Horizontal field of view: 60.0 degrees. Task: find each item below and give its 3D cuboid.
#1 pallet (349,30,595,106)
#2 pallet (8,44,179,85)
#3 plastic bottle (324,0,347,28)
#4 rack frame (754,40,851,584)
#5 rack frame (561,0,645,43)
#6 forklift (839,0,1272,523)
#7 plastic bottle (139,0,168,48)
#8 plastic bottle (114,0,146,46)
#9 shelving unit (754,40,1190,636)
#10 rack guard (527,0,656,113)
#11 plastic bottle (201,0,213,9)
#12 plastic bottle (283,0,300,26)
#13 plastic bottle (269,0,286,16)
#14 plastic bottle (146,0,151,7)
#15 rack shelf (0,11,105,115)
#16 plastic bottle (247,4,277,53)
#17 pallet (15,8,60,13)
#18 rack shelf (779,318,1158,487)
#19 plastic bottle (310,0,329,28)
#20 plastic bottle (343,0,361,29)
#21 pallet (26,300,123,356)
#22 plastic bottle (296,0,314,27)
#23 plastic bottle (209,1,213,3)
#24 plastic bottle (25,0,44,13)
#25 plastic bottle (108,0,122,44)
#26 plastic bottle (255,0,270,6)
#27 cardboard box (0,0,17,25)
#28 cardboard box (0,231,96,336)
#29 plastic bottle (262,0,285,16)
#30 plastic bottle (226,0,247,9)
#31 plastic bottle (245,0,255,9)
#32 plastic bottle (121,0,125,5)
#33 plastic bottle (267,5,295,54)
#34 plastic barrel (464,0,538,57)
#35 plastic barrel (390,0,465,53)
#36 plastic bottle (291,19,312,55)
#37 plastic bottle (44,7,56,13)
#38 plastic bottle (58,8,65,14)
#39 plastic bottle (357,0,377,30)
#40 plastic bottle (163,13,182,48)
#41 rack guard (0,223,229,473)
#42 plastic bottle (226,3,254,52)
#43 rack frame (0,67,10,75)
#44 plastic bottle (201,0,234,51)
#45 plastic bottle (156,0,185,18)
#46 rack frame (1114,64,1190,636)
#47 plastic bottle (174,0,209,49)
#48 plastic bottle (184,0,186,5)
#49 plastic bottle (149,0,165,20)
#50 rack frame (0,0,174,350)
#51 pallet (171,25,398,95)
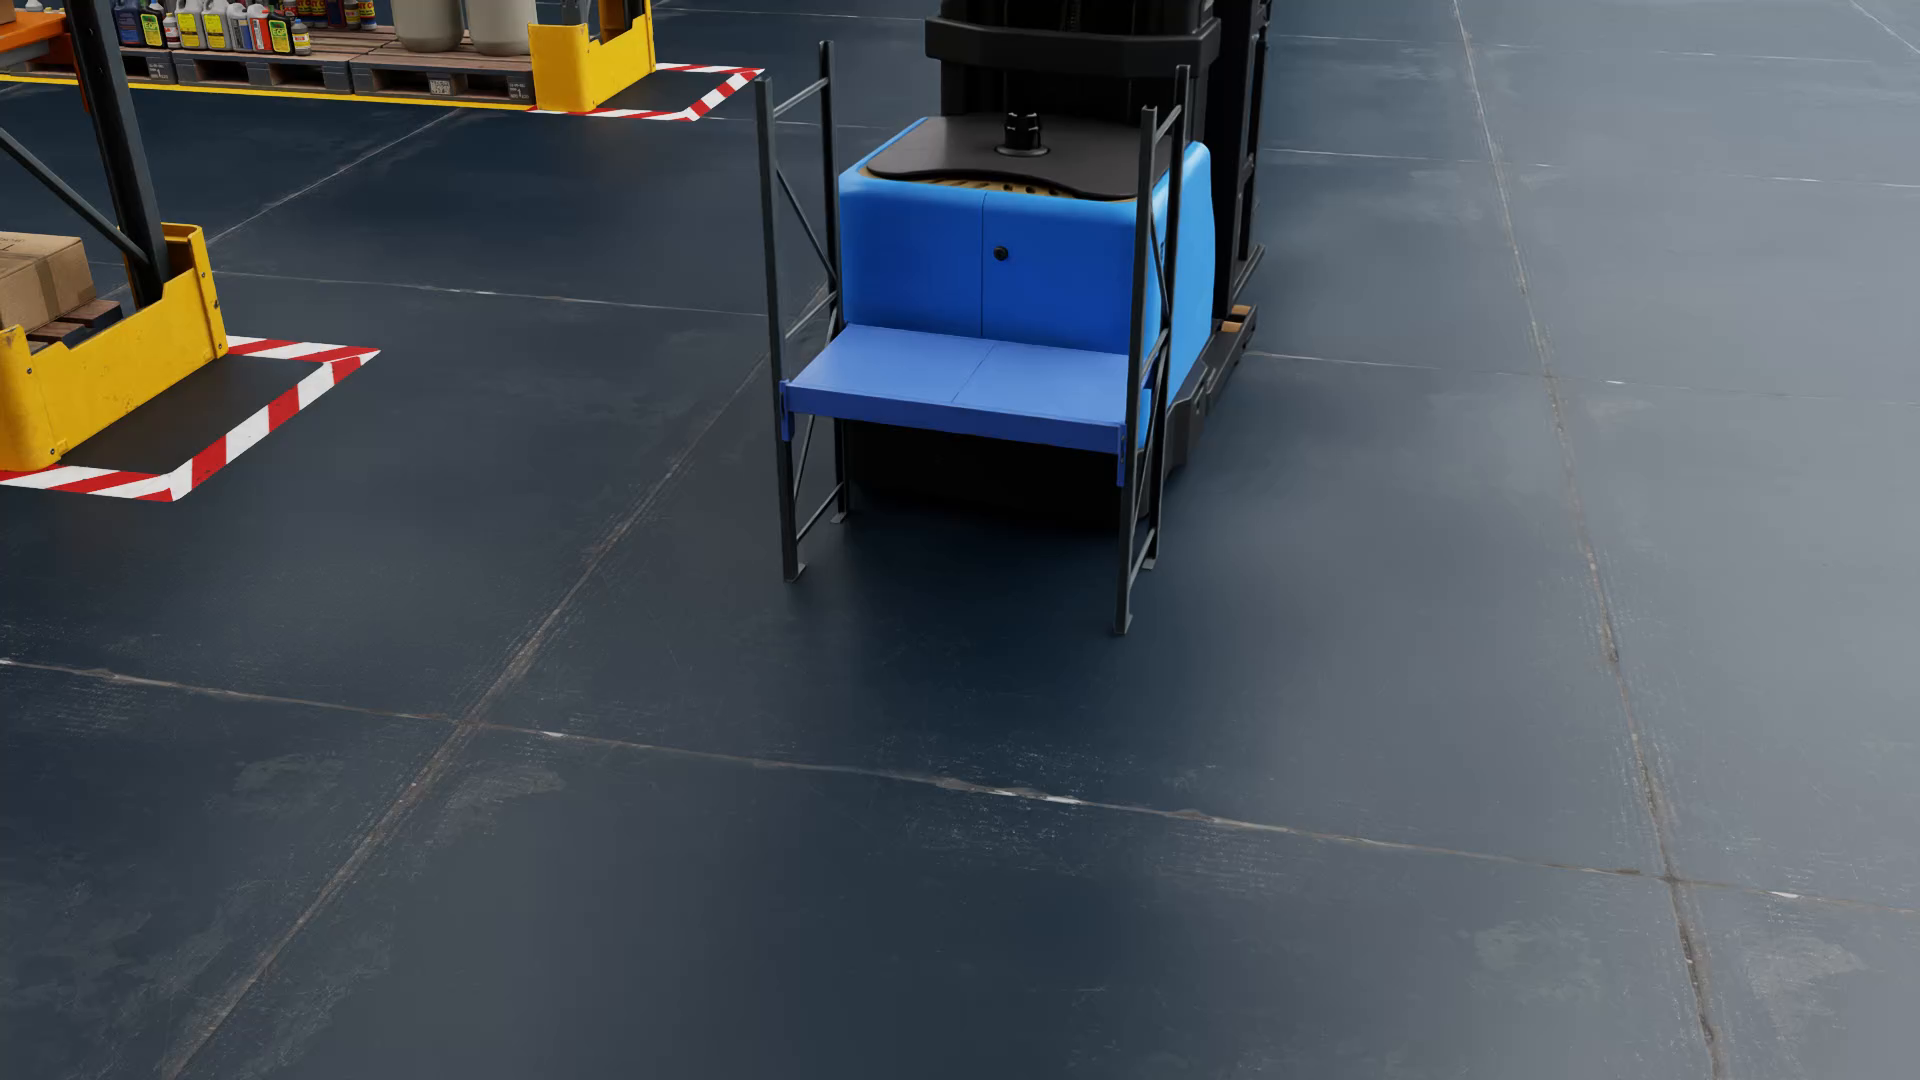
[{"bbox_3d":[-3.054,-3.006,10.521,1.213,0.211,1.003,6,29,11],"label":"pallet"},{"bbox_3d":[-5.441,-3.251,10.968,1.213,0.211,1.003,6,29,11],"label":"pallet"},{"bbox_3d":[-4.102,-3.521,10.928,0.133,0.283,0.061,6,29,11],"label":"plastic bottle"},{"bbox_3d":[-0.444,-0.642,4.861,0.032,1.500,0.500,8,30,15],"label":"rack frame"},{"bbox_3d":[-2.177,-4.160,9.724,0.127,3.000,1.000,6,29,11],"label":"rack frame"},{"bbox_3d":[0.558,-2.030,5.905,1.130,2.935,3.031,9,30,17],"label":"forklift"},{"bbox_3d":[-5.049,-3.231,10.399,0.133,0.283,0.061,7,30,13],"label":"plastic bottle"},{"bbox_3d":[-5.201,-3.297,10.449,0.185,0.351,0.144,5,29,8],"label":"plastic bottle"},{"bbox_3d":[0.042,-0.571,4.731,1.048,1.500,0.538,8,30,15],"label":"shelving unit"},{"bbox_3d":[-2.261,-3.049,10.298,0.348,0.500,1.175,6,29,11],"label":"rack guard"},{"bbox_3d":[-4.779,-3.294,10.521,0.135,0.276,0.152,6,29,11],"label":"plastic bottle"},{"bbox_3d":[-4.415,-3.508,10.989,0.097,0.201,0.097,0,29,0],"label":"plastic bottle"},{"bbox_3d":[-4.516,-3.549,10.992,0.097,0.271,0.097,0,29,0],"label":"plastic bottle"},{"bbox_3d":[-5.429,-3.595,10.993,0.185,0.351,0.144,6,29,11],"label":"plastic bottle"},{"bbox_3d":[-5.171,-1.719,6.015,4.000,0.370,1.077,6,29,11],"label":"rack shelf"},{"bbox_3d":[-4.305,-3.174,10.303,0.135,0.276,0.152,6,29,11],"label":"plastic bottle"},{"bbox_3d":[-6.865,-3.398,11.237,1.213,0.211,1.003,6,29,11],"label":"pallet"},{"bbox_3d":[0.042,-0.413,4.817,1.000,0.185,0.538,8,30,15],"label":"rack shelf"},{"bbox_3d":[-4.220,-3.518,10.936,0.097,0.271,0.097,0,29,0],"label":"plastic bottle"},{"bbox_3d":[-3.986,-3.464,10.909,0.097,0.201,0.097,0,29,0],"label":"plastic bottle"},{"bbox_3d":[-3.972,-0.668,6.250,1.213,0.211,1.003,6,29,11],"label":"pallet"},{"bbox_3d":[-4.318,-3.528,10.954,0.097,0.271,0.097,0,29,0],"label":"plastic bottle"},{"bbox_3d":[-4.891,-3.531,10.946,0.133,0.283,0.061,6,29,11],"label":"plastic bottle"},{"bbox_3d":[-5.869,-3.319,10.572,0.097,0.271,0.097,0,29,0],"label":"plastic bottle"},{"bbox_3d":[-5.386,-3.316,10.484,0.185,0.351,0.144,7,29,12],"label":"plastic bottle"},{"bbox_3d":[-4.616,-3.528,11.027,0.097,0.201,0.097,0,29,0],"label":"plastic bottle"},{"bbox_3d":[-3.669,-1.931,5.549,0.500,0.500,0.700,6,29,11],"label":"cardboard box"},{"bbox_3d":[-3.693,-0.970,6.325,0.500,0.250,0.500,6,29,11],"label":"cardboard box"},{"bbox_3d":[-4.284,-3.228,10.393,0.133,0.283,0.061,6,29,11],"label":"plastic bottle"},{"bbox_3d":[-4.759,-3.513,10.914,0.133,0.283,0.061,6,29,11],"label":"plastic bottle"},{"bbox_3d":[-4.737,-3.560,11.007,0.135,0.276,0.152,6,29,11],"label":"plastic bottle"},{"bbox_3d":[-5.356,-3.384,10.607,0.185,0.351,0.144,6,29,11],"label":"plastic bottle"},{"bbox_3d":[-4.183,-3.143,10.237,0.133,0.283,0.061,7,29,12],"label":"plastic bottle"},{"bbox_3d":[-2.836,-3.283,10.276,0.421,0.512,0.421,0,29,0],"label":"plastic barrel"},{"bbox_3d":[-3.327,-3.333,10.368,0.421,0.512,0.421,0,29,0],"label":"plastic barrel"},{"bbox_3d":[-4.064,-3.104,10.251,0.097,0.201,0.097,0,29,0],"label":"plastic bottle"},{"bbox_3d":[-5.769,-3.278,10.570,0.097,0.201,0.097,0,29,0],"label":"plastic bottle"},{"bbox_3d":[-5.670,-3.268,10.552,0.097,0.201,0.097,0,29,0],"label":"plastic bottle"},{"bbox_3d":[-3.885,-3.484,10.873,0.097,0.271,0.097,0,29,0],"label":"plastic bottle"},{"bbox_3d":[-4.929,-3.192,10.413,0.097,0.201,0.097,0,29,0],"label":"plastic bottle"},{"bbox_3d":[-3.191,-0.735,6.072,0.348,0.500,1.175,6,29,11],"label":"rack guard"},{"bbox_3d":[-4.441,-3.188,10.328,0.135,0.276,0.152,5,29,9],"label":"plastic bottle"},{"bbox_3d":[-6.089,-4.561,10.457,0.127,3.000,1.000,6,29,11],"label":"rack frame"},{"bbox_3d":[-4.604,-3.236,10.337,0.185,0.351,0.144,7,29,13],"label":"plastic bottle"},{"bbox_3d":[-5.217,-3.539,10.968,0.135,0.276,0.152,6,29,11],"label":"plastic bottle"},{"bbox_3d":[0.528,-0.499,4.600,0.032,1.500,0.500,8,30,15],"label":"rack frame"},{"bbox_3d":[-4.786,-3.254,10.371,0.185,0.351,0.144,6,29,10],"label":"plastic bottle"},{"bbox_3d":[-5.211,-3.643,11.082,0.185,0.351,0.144,4,29,8],"label":"plastic bottle"},{"bbox_3d":[-5.050,-3.265,10.473,0.097,0.271,0.097,0,29,0],"label":"plastic bottle"},{"bbox_3d":[-3.215,-1.834,5.476,0.127,3.000,1.000,6,29,11],"label":"rack frame"},{"bbox_3d":[-4.244,-3.129,10.746,1.213,0.211,1.003,6,29,11],"label":"pallet"}]
